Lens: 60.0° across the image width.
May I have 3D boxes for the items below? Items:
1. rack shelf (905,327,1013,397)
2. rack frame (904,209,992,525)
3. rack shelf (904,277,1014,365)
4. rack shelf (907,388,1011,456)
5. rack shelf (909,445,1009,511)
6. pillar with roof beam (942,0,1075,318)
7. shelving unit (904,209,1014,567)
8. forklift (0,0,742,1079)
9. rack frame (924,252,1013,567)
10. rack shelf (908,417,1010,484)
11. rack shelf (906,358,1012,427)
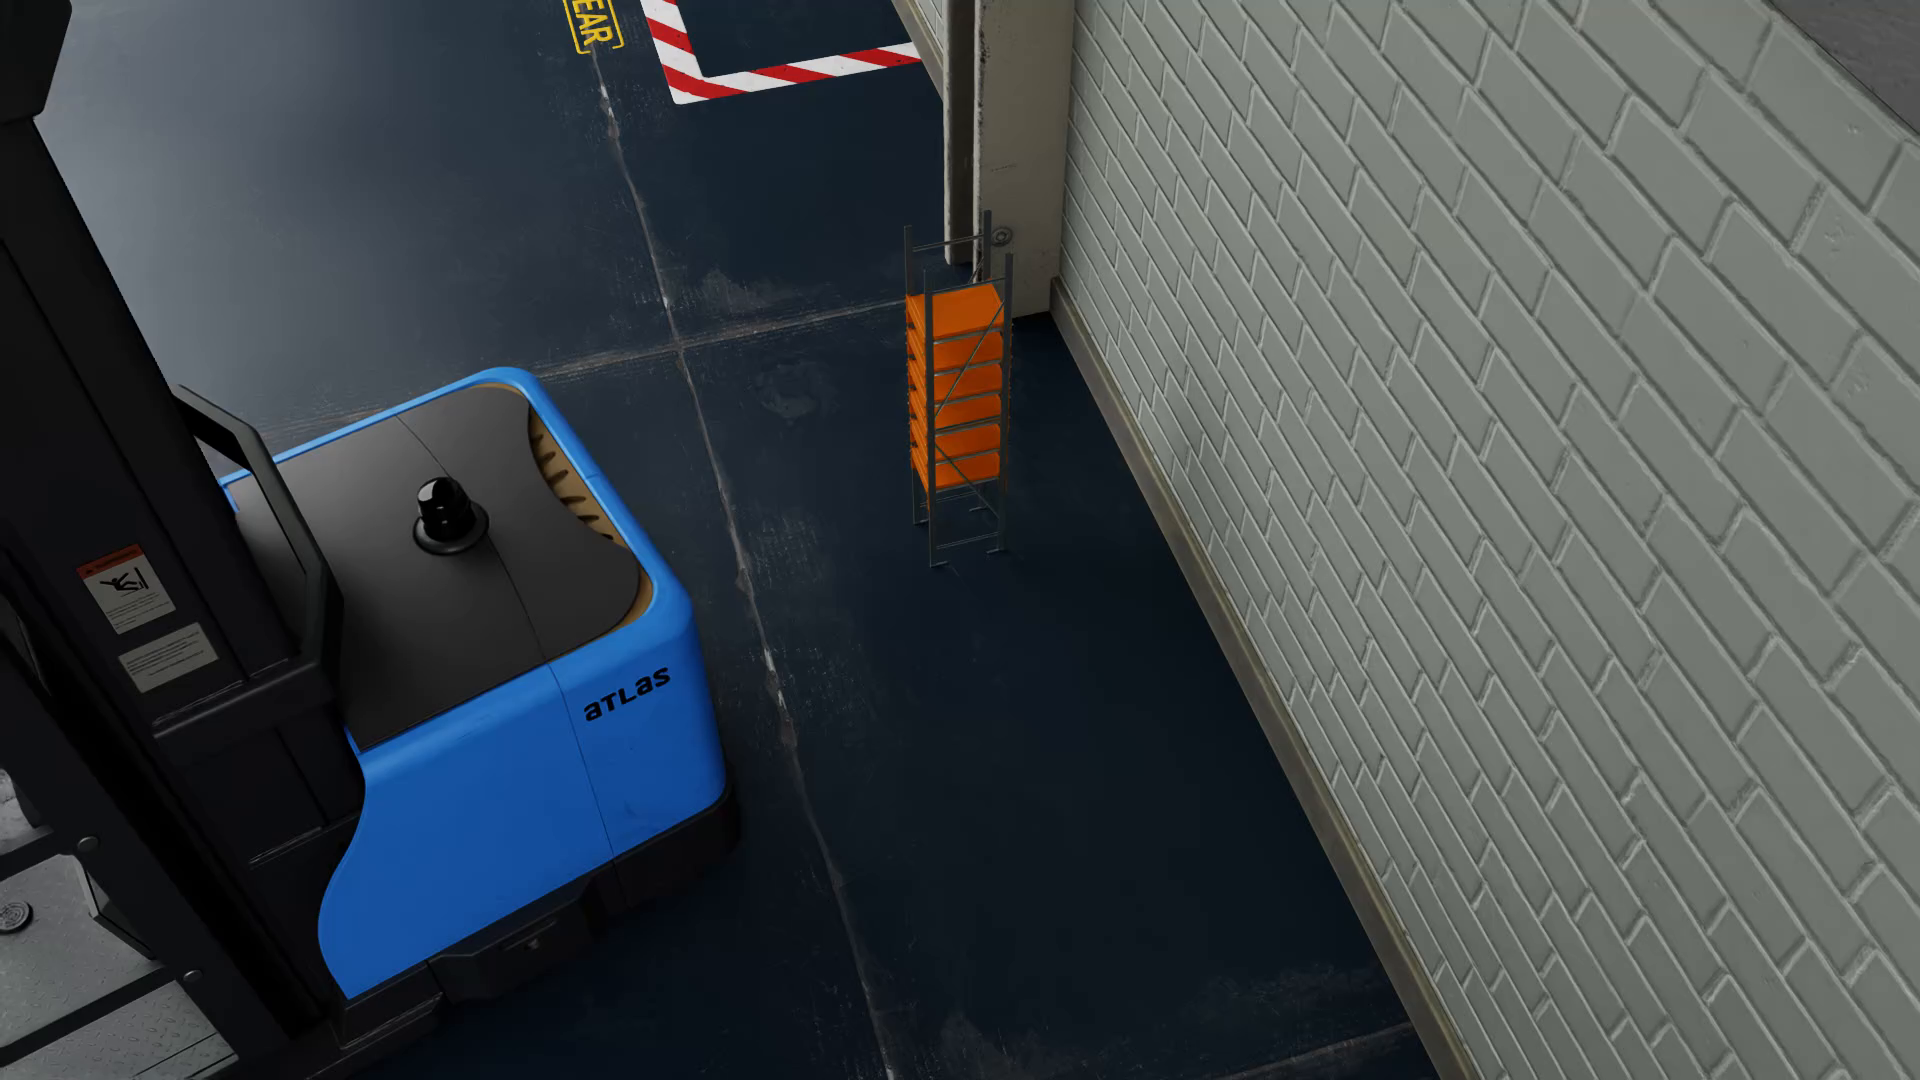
[{"bbox_3d":[-0.004,-0.523,4.651,0.258,0.103,0.180,-13,51,-11],"label":"rack shelf"},{"bbox_3d":[-0.031,-0.464,4.857,0.240,1.200,0.006,-13,51,-11],"label":"rack frame"},{"bbox_3d":[-0.004,-0.601,4.559,0.258,0.103,0.180,-13,51,-11],"label":"rack shelf"},{"bbox_3d":[-0.004,-0.369,4.834,0.258,0.103,0.180,-13,51,-11],"label":"rack shelf"},{"bbox_3d":[-0.004,-0.214,5.018,0.258,0.103,0.180,-13,51,-11],"label":"rack shelf"},{"bbox_3d":[-3.964,-2.867,1.781,9.100,9.000,0.400,-13,51,-11],"label":"pillar with roof beam"},{"bbox_3d":[-0.004,-0.397,4.800,0.258,1.200,0.189,-13,51,-11],"label":"shelving unit"},{"bbox_3d":[-2.104,0.207,3.159,3.031,2.935,1.130,-27,55,-21],"label":"forklift"},{"bbox_3d":[0.023,-0.330,4.744,0.240,1.200,0.006,-13,51,-11],"label":"rack frame"},{"bbox_3d":[-0.004,-0.291,4.926,0.258,0.103,0.180,-13,51,-11],"label":"rack shelf"},{"bbox_3d":[-0.004,-0.446,4.742,0.258,0.103,0.180,-13,51,-11],"label":"rack shelf"}]
